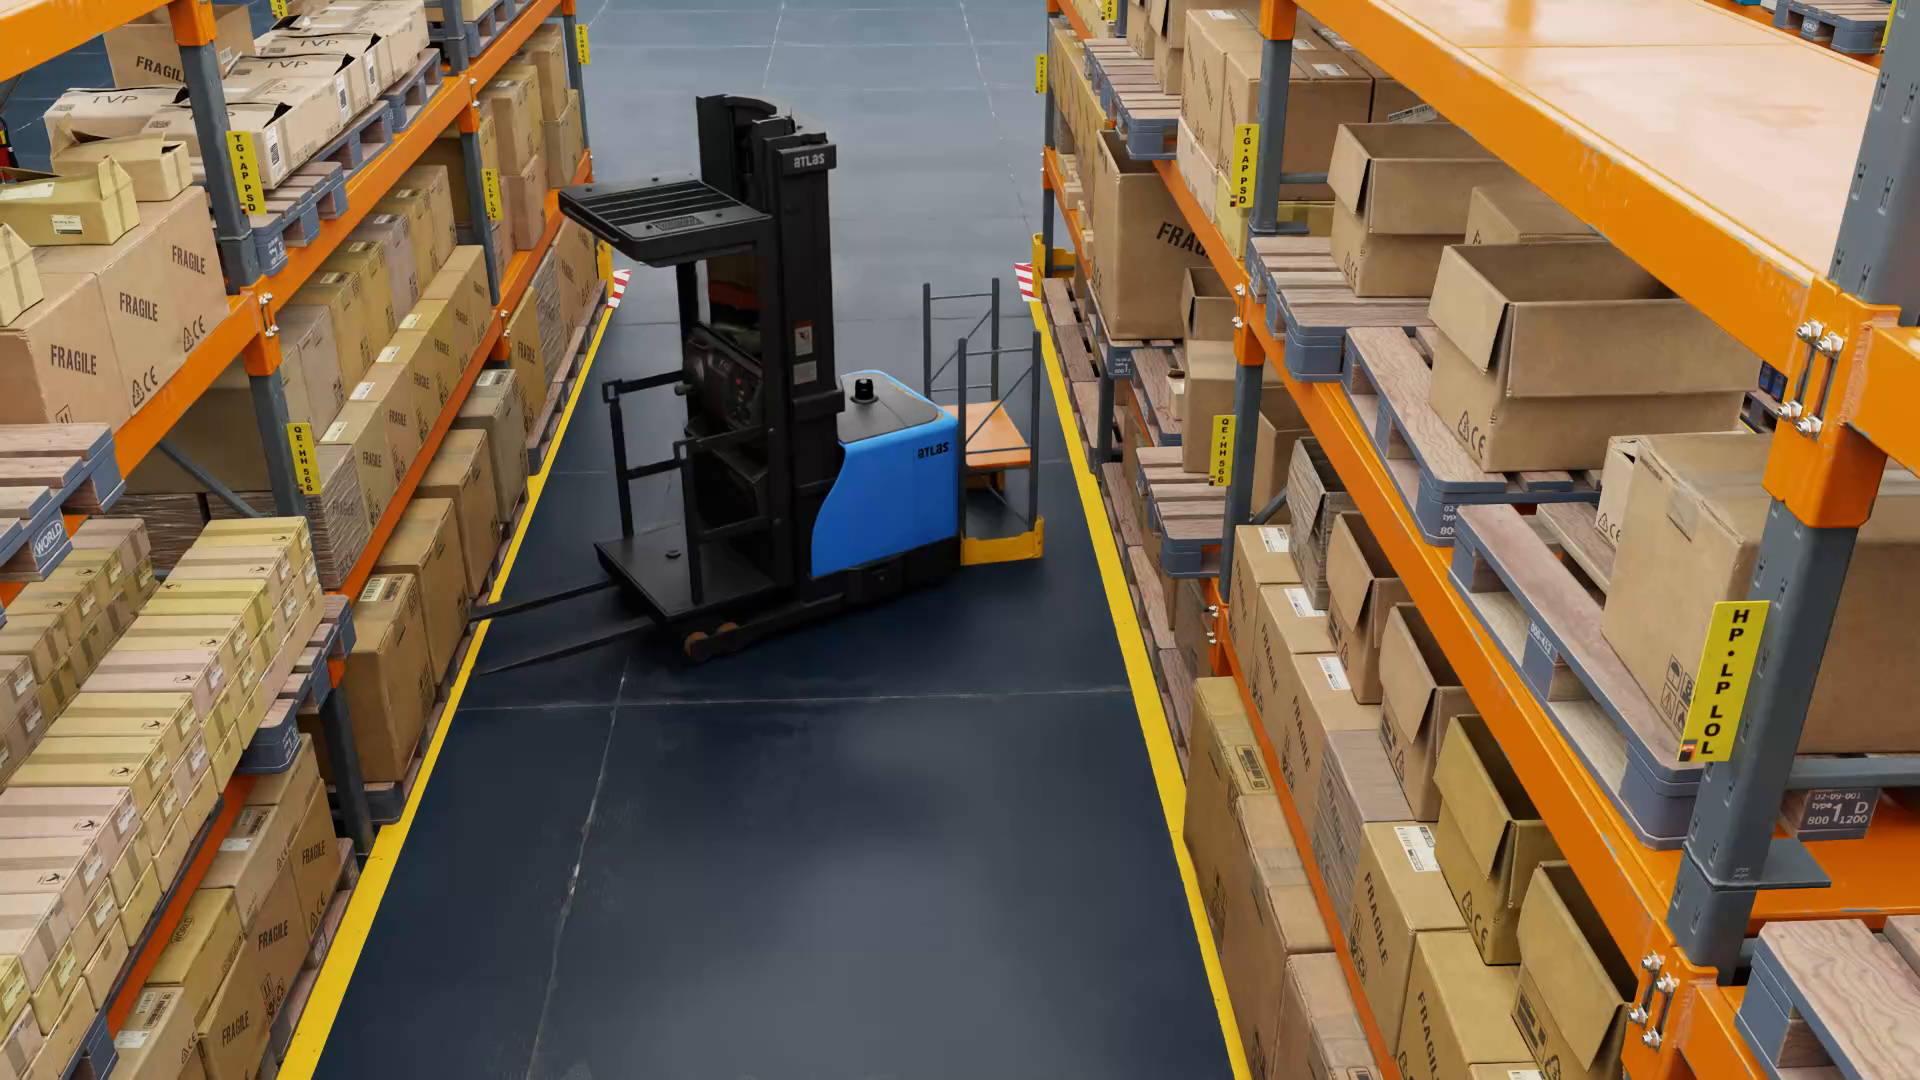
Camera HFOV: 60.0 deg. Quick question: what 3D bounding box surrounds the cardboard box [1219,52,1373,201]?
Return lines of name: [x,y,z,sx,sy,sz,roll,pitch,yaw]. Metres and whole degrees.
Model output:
cardboard box: [1.384,-1.727,6.926,0.500,0.500,0.500,-1,28,-1]

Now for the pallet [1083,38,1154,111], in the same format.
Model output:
pallet: [1.376,-2.723,9.687,1.213,0.211,1.003,-1,28,-3]

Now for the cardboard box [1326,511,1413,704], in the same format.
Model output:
cardboard box: [1.712,0.233,5.867,0.797,0.503,0.637,-1,28,-1]

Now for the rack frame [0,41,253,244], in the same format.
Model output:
rack frame: [-3.300,-2.504,5.820,1.000,3.000,0.127,-1,28,-3]

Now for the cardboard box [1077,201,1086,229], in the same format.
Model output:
cardboard box: [1.082,-2.438,12.453,0.380,0.149,0.250,-1,28,-3]

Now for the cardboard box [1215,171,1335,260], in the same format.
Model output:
cardboard box: [1.389,-1.394,7.098,0.500,0.250,0.500,-1,28,-3]

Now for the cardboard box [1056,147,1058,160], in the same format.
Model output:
cardboard box: [1.012,-3.247,14.003,0.380,0.149,0.250,-1,28,-3]

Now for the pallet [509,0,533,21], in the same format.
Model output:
pallet: [-3.601,-3.922,11.878,1.003,0.211,1.213,-1,28,-3]

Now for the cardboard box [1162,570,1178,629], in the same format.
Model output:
cardboard box: [1.526,0.170,9.408,0.700,0.500,0.500,1,28,2]

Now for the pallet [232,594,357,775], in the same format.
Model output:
pallet: [-3.156,0.568,6.626,1.213,0.211,1.003,-1,28,-3]

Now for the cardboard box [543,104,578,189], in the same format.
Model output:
cardboard box: [-3.602,-3.181,13.444,0.875,0.550,0.550,-1,28,-3]

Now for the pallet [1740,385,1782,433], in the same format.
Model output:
pallet: [6.403,-0.959,12.360,1.003,0.211,1.213,-1,28,-3]

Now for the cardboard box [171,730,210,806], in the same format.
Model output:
cardboard box: [-2.750,0.762,5.541,0.380,0.149,0.250,-1,28,-1]

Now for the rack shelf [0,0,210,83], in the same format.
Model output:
rack shelf: [-3.195,-1.084,4.308,1.077,0.370,4.000,-1,28,-3]

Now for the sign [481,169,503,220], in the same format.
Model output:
sign: [-2.967,-2.187,10.533,0.100,0.325,0.005,-1,28,-3]

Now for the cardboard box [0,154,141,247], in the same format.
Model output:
cardboard box: [-2.977,-1.141,5.514,0.396,0.266,0.258,-1,28,-3]

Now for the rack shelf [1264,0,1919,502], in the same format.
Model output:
rack shelf: [1.763,-1.157,4.448,1.077,0.370,4.000,-1,28,-3]

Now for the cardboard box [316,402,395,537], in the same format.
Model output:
cardboard box: [-3.083,-0.337,8.044,0.500,0.500,0.500,-2,28,-3]

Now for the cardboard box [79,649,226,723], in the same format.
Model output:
cardboard box: [-2.767,0.504,5.714,0.380,0.149,0.250,-1,28,-3]

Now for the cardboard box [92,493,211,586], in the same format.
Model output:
cardboard box: [-3.591,-0.090,7.571,0.500,0.500,0.500,-1,28,-3]

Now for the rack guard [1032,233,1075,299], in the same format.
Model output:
rack guard: [1.245,-2.468,14.942,1.175,0.500,0.348,-1,28,-3]

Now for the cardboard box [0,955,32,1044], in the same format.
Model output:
cardboard box: [-2.683,1.225,4.333,0.380,0.149,0.250,-1,28,-2]

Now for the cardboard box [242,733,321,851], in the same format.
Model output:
cardboard box: [-3.002,1.055,6.921,0.500,0.250,0.500,-2,28,-4]

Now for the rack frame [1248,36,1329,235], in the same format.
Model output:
rack frame: [1.659,-2.577,5.960,1.000,3.000,0.127,-1,28,-3]

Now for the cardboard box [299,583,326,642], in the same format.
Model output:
cardboard box: [-2.815,0.298,6.753,0.380,0.149,0.250,-1,28,-2]

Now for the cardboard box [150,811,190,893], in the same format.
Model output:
cardboard box: [-2.736,1.016,5.376,0.380,0.149,0.250,-3,28,-5]

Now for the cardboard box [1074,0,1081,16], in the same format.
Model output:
cardboard box: [1.095,-3.939,11.978,0.500,0.250,0.500,-1,28,-1]

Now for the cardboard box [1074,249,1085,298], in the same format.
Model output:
cardboard box: [1.257,-2.401,14.358,0.500,0.500,0.500,4,28,7]

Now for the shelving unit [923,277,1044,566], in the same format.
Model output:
shelving unit: [0.124,-0.772,10.609,0.587,1.500,1.083,-6,28,-11]

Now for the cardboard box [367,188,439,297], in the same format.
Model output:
cardboard box: [-3.448,-1.712,9.600,0.700,0.500,0.500,-2,28,-3]

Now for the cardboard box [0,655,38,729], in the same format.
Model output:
cardboard box: [-3.415,0.520,5.683,0.380,0.149,0.250,0,28,0]

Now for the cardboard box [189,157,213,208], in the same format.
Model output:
cardboard box: [-3.157,-1.451,6.755,0.380,0.149,0.250,-2,28,-5]

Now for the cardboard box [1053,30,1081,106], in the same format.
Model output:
cardboard box: [1.017,-3.740,13.165,0.500,0.500,0.500,-1,28,-3]

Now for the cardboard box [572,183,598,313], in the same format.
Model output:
cardboard box: [-3.616,-2.471,14.088,0.875,0.875,0.875,-1,28,-2]

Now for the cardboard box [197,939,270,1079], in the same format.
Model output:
cardboard box: [-2.937,1.859,6.190,0.500,0.500,0.500,-3,28,-5]

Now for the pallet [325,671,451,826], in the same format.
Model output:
pallet: [-3.266,1.026,8.554,1.003,0.211,1.213,-1,28,-3]

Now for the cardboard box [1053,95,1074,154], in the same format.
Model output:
cardboard box: [1.242,-3.533,13.851,0.875,0.500,0.500,-1,28,-3]

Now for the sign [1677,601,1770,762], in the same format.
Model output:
sign: [1.326,0.249,2.886,0.100,0.325,0.005,-1,28,-3]

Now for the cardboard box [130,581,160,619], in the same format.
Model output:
cardboard box: [-3.478,0.293,6.763,0.380,0.149,0.250,-2,28,-3]

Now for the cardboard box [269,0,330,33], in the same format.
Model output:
cardboard box: [-3.726,-2.907,9.420,0.258,0.266,0.396,-2,28,-3]

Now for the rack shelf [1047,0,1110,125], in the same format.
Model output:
rack shelf: [1.346,-3.699,12.133,1.077,0.370,4.000,-1,28,-3]

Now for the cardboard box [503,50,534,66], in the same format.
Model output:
cardboard box: [-3.722,-3.398,12.691,0.875,0.550,0.550,-1,28,-3]

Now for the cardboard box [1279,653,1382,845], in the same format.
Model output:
cardboard box: [1.472,0.744,5.971,0.500,0.500,0.500,-2,28,-4]

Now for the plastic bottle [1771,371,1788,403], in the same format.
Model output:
plastic bottle: [6.075,-1.195,12.186,0.144,0.351,0.185,-2,28,-4]

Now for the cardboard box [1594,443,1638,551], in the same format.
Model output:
cardboard box: [1.900,-0.055,4.011,0.500,0.311,0.500,-2,28,-4]

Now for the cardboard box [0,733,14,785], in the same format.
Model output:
cardboard box: [-3.406,0.772,5.522,0.380,0.149,0.250,-2,28,-3]

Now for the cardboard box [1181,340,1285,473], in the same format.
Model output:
cardboard box: [1.462,-0.651,8.193,0.700,0.500,0.500,3,28,5]

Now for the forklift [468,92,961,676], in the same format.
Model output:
forklift: [-1.511,-0.888,9.283,3.031,2.935,1.130,-17,32,-29]

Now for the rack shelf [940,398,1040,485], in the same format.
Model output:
rack shelf: [0.122,-0.617,10.700,0.538,0.185,1.000,-6,28,-11]

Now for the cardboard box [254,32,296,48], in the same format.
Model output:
cardboard box: [-3.702,-2.655,9.064,0.250,0.149,0.380,-1,28,-3]

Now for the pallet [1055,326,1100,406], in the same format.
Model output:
pallet: [1.313,-1.402,13.210,1.003,0.211,1.213,-1,28,-3]
